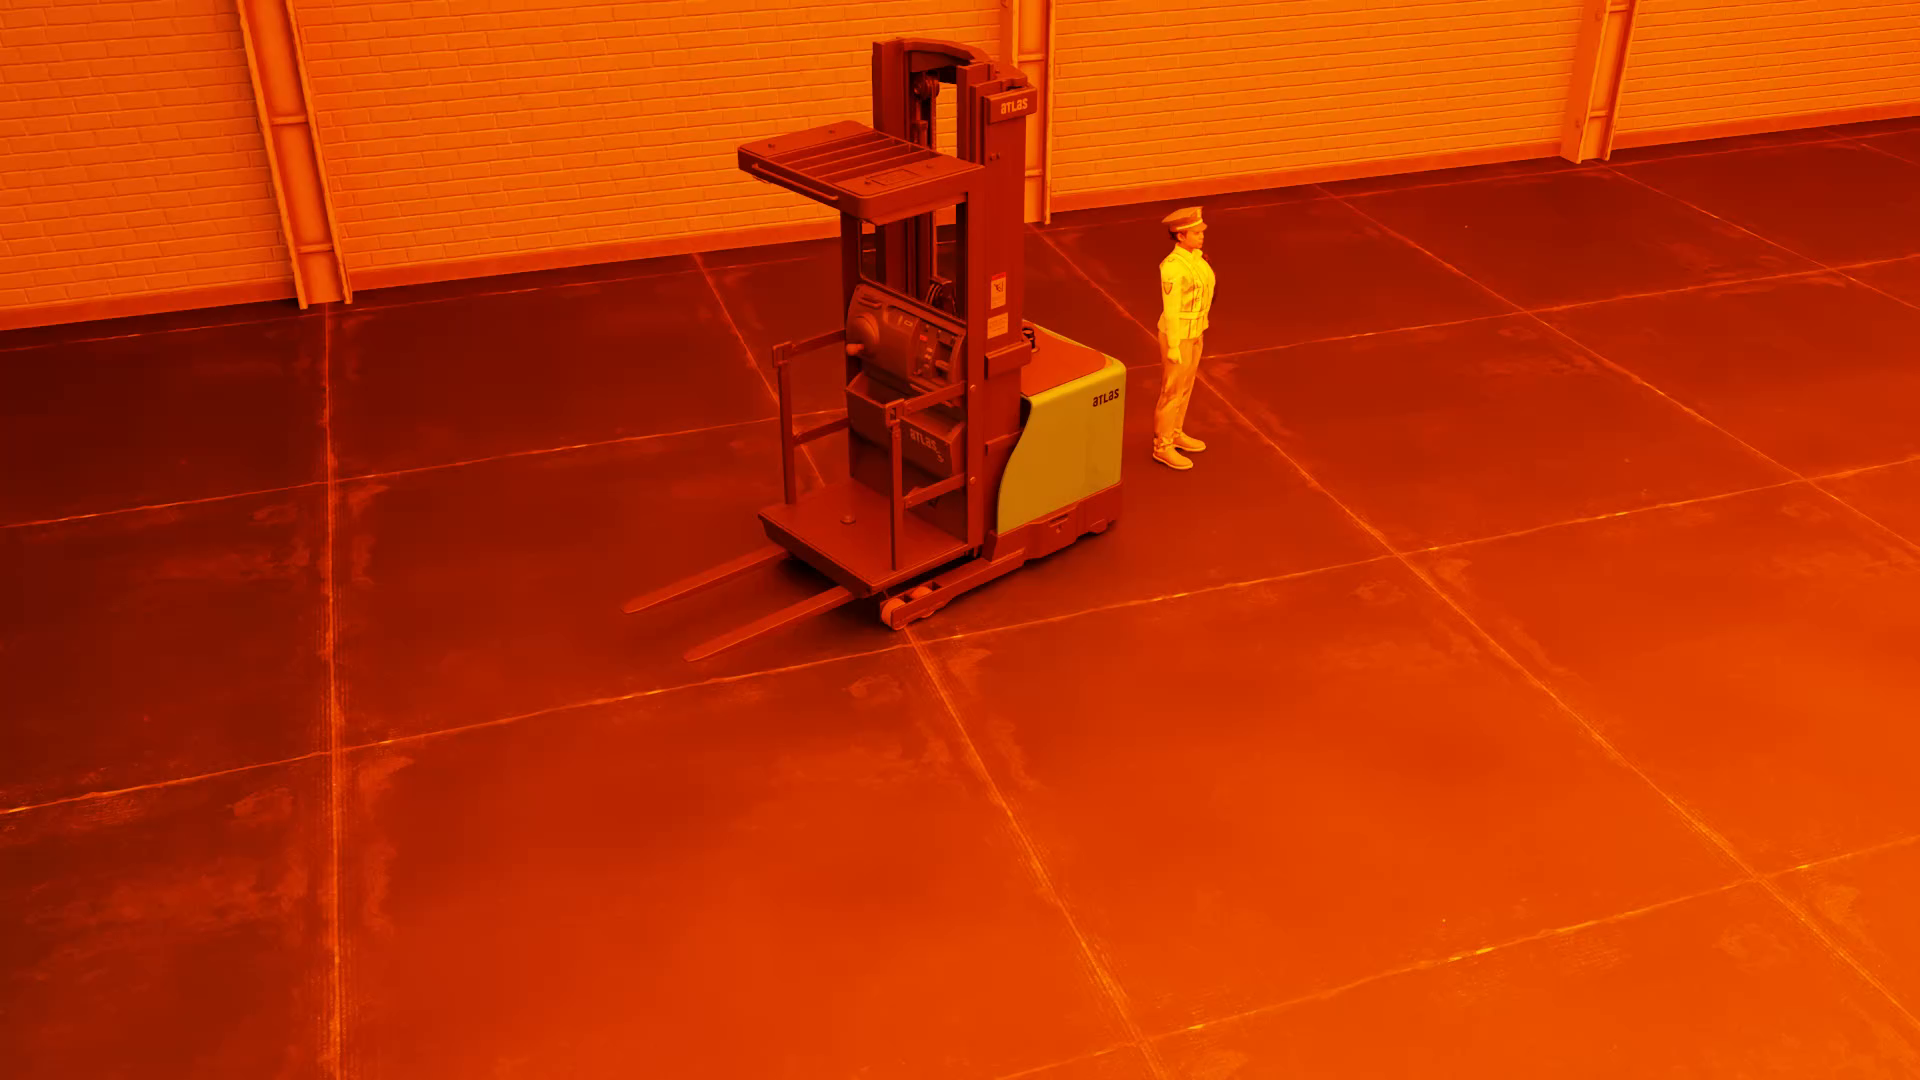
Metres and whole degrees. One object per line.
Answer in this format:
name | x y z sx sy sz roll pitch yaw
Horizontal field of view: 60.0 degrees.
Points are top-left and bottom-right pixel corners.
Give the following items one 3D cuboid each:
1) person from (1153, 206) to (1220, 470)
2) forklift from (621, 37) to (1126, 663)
person | 1.423 -1.309 10.610 0.357 1.693 0.457 13 32 22
forklift | -0.461 -1.072 8.951 3.031 2.935 1.130 -23 37 -34
